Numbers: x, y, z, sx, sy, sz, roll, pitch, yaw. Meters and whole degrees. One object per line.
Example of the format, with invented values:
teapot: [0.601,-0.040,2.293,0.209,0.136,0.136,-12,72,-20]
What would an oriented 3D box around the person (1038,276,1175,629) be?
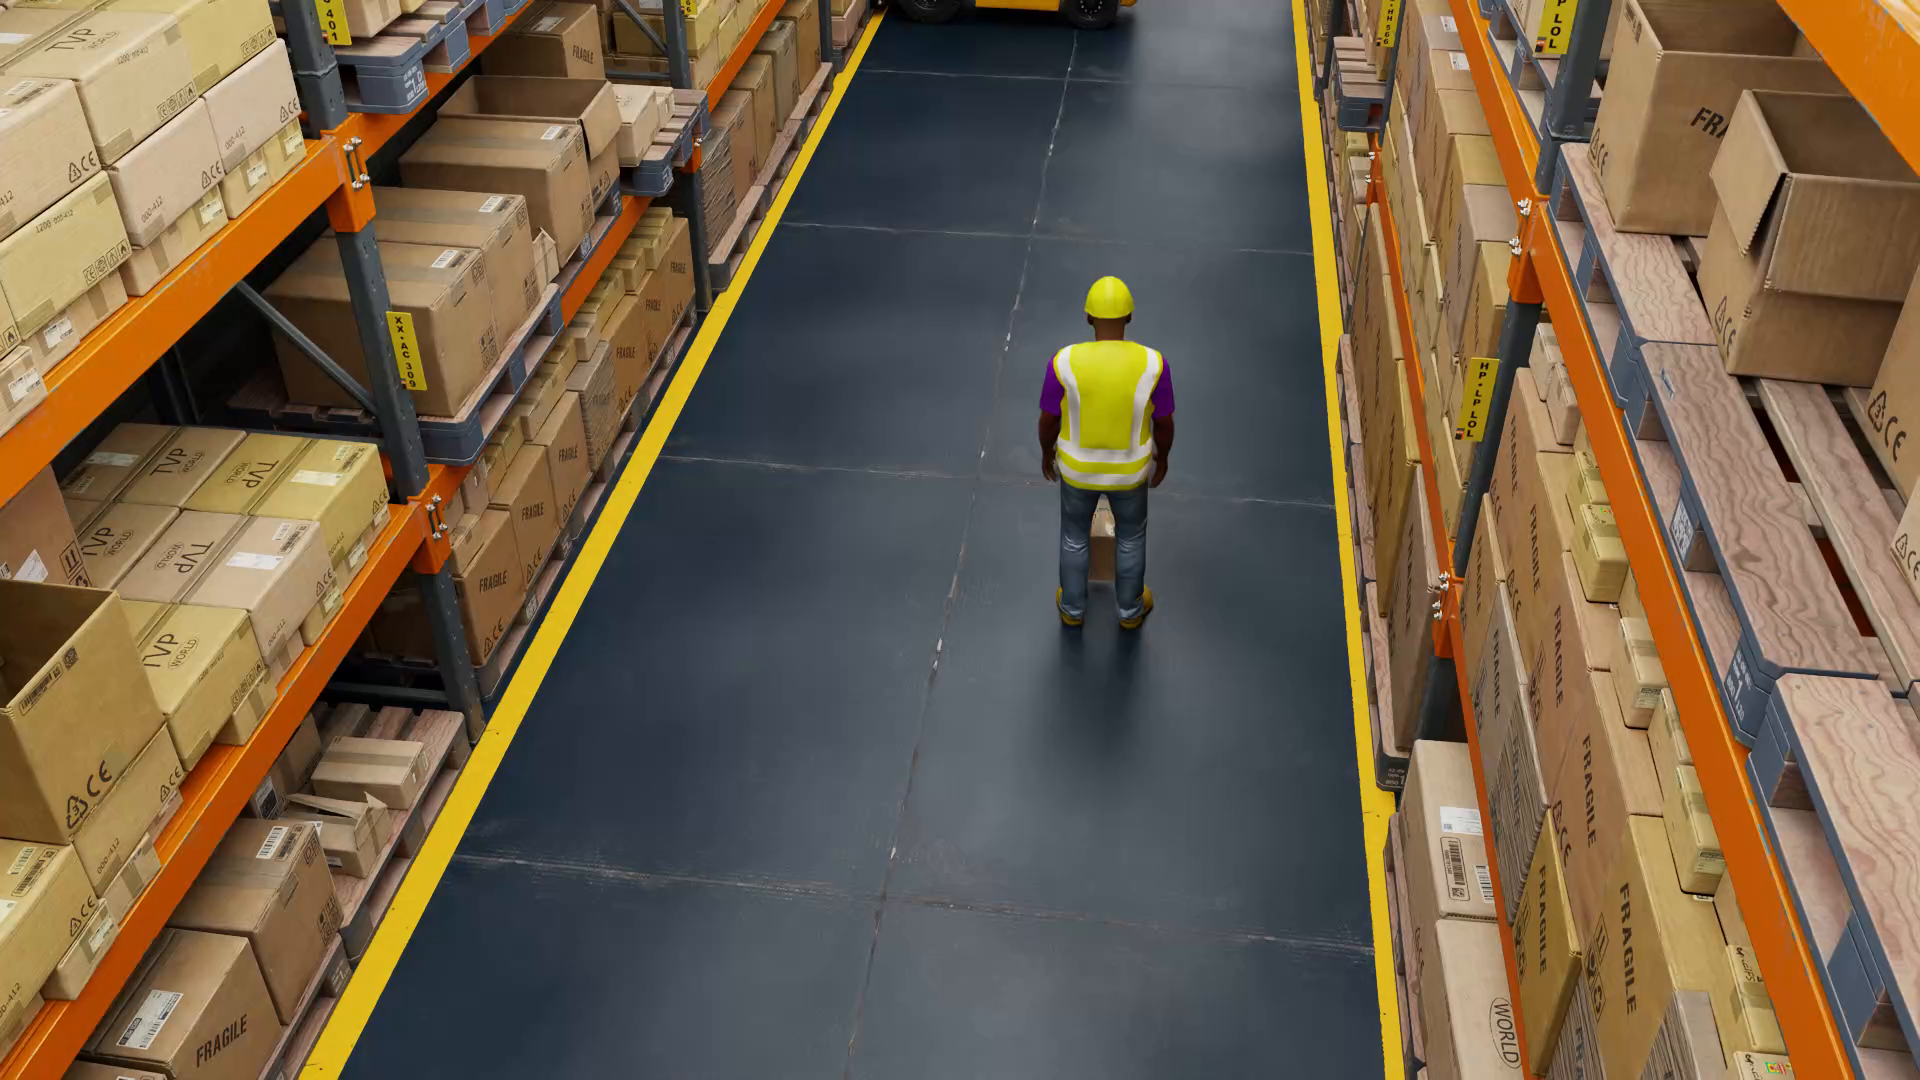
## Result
person: [0.651,-0.357,7.517,0.604,1.762,0.446,3,36,4]
